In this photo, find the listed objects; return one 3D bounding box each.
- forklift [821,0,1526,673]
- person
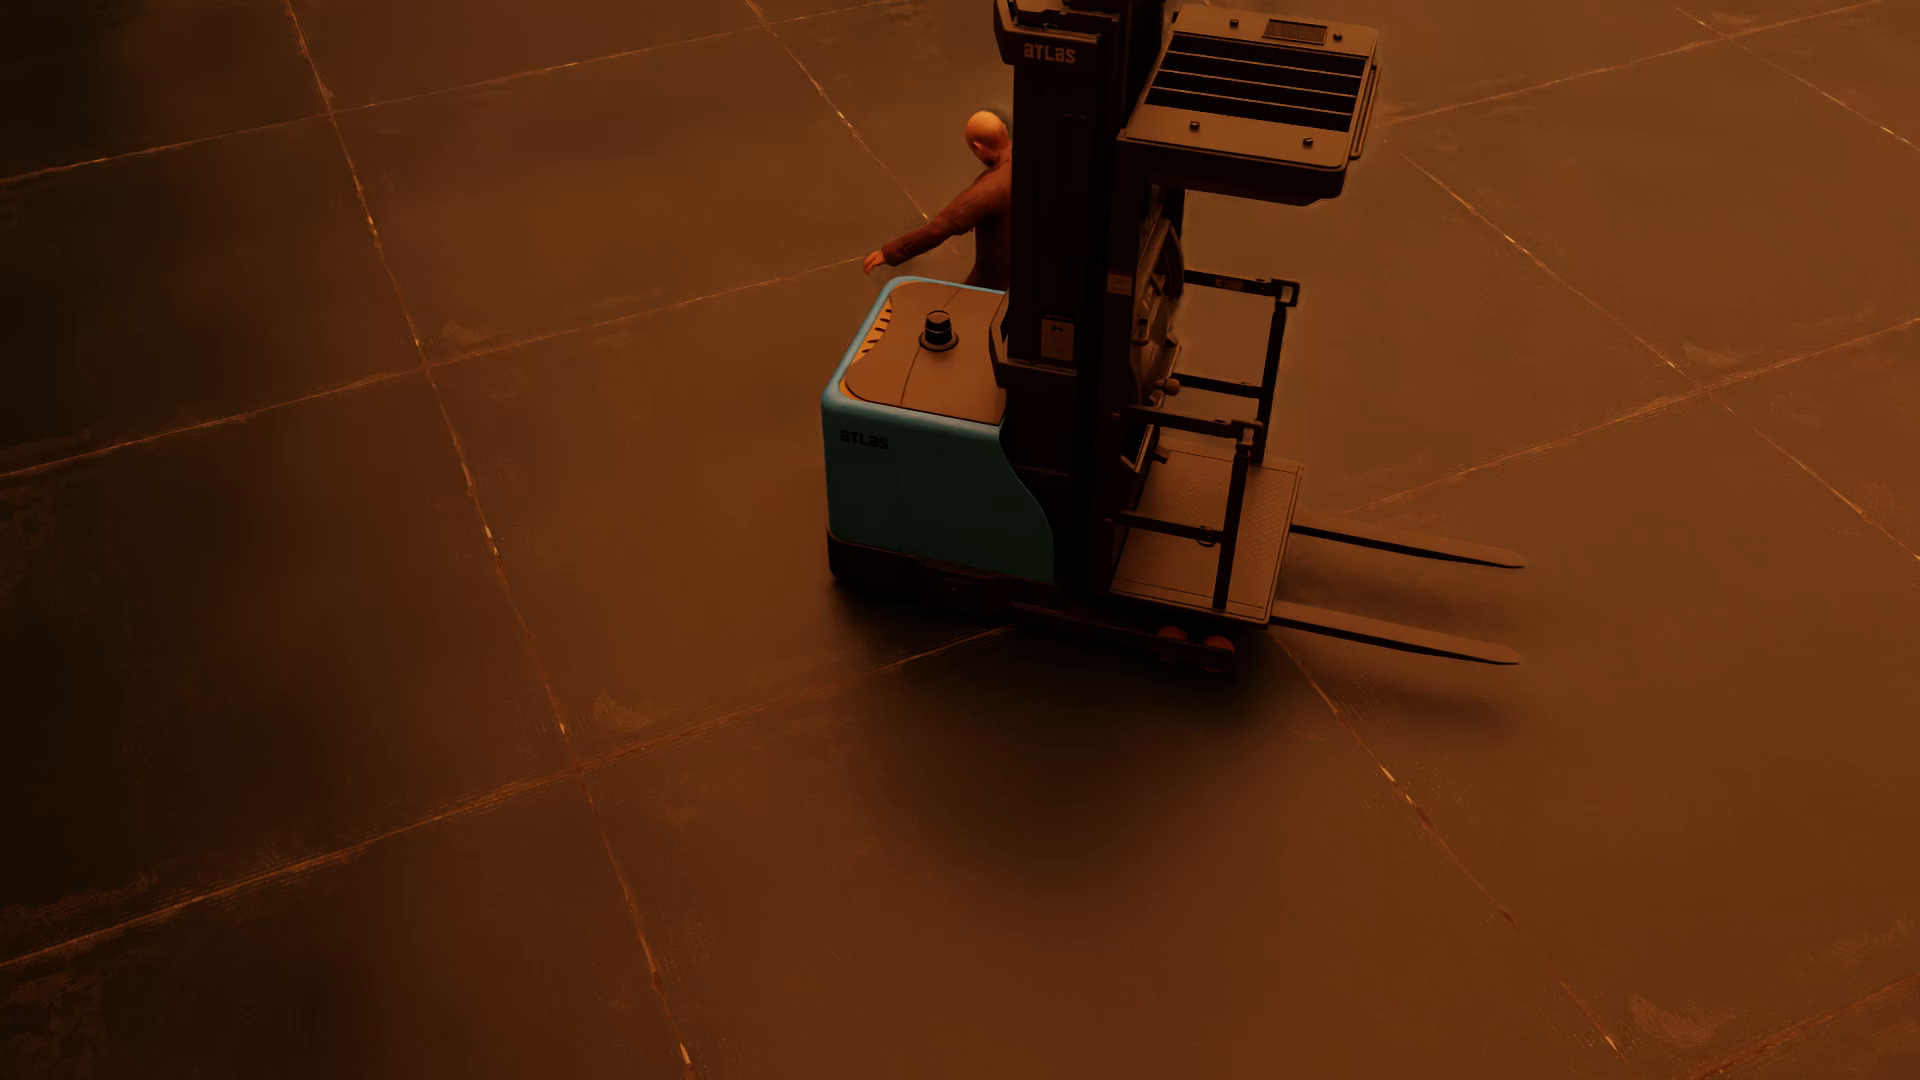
[{"bbox_3d":[0.978,-0.904,6.649,3.031,2.935,1.130,11,44,12],"label":"forklift"},{"bbox_3d":[0.114,-1.353,8.215,1.195,1.614,1.049,-32,52,-29],"label":"person"}]
